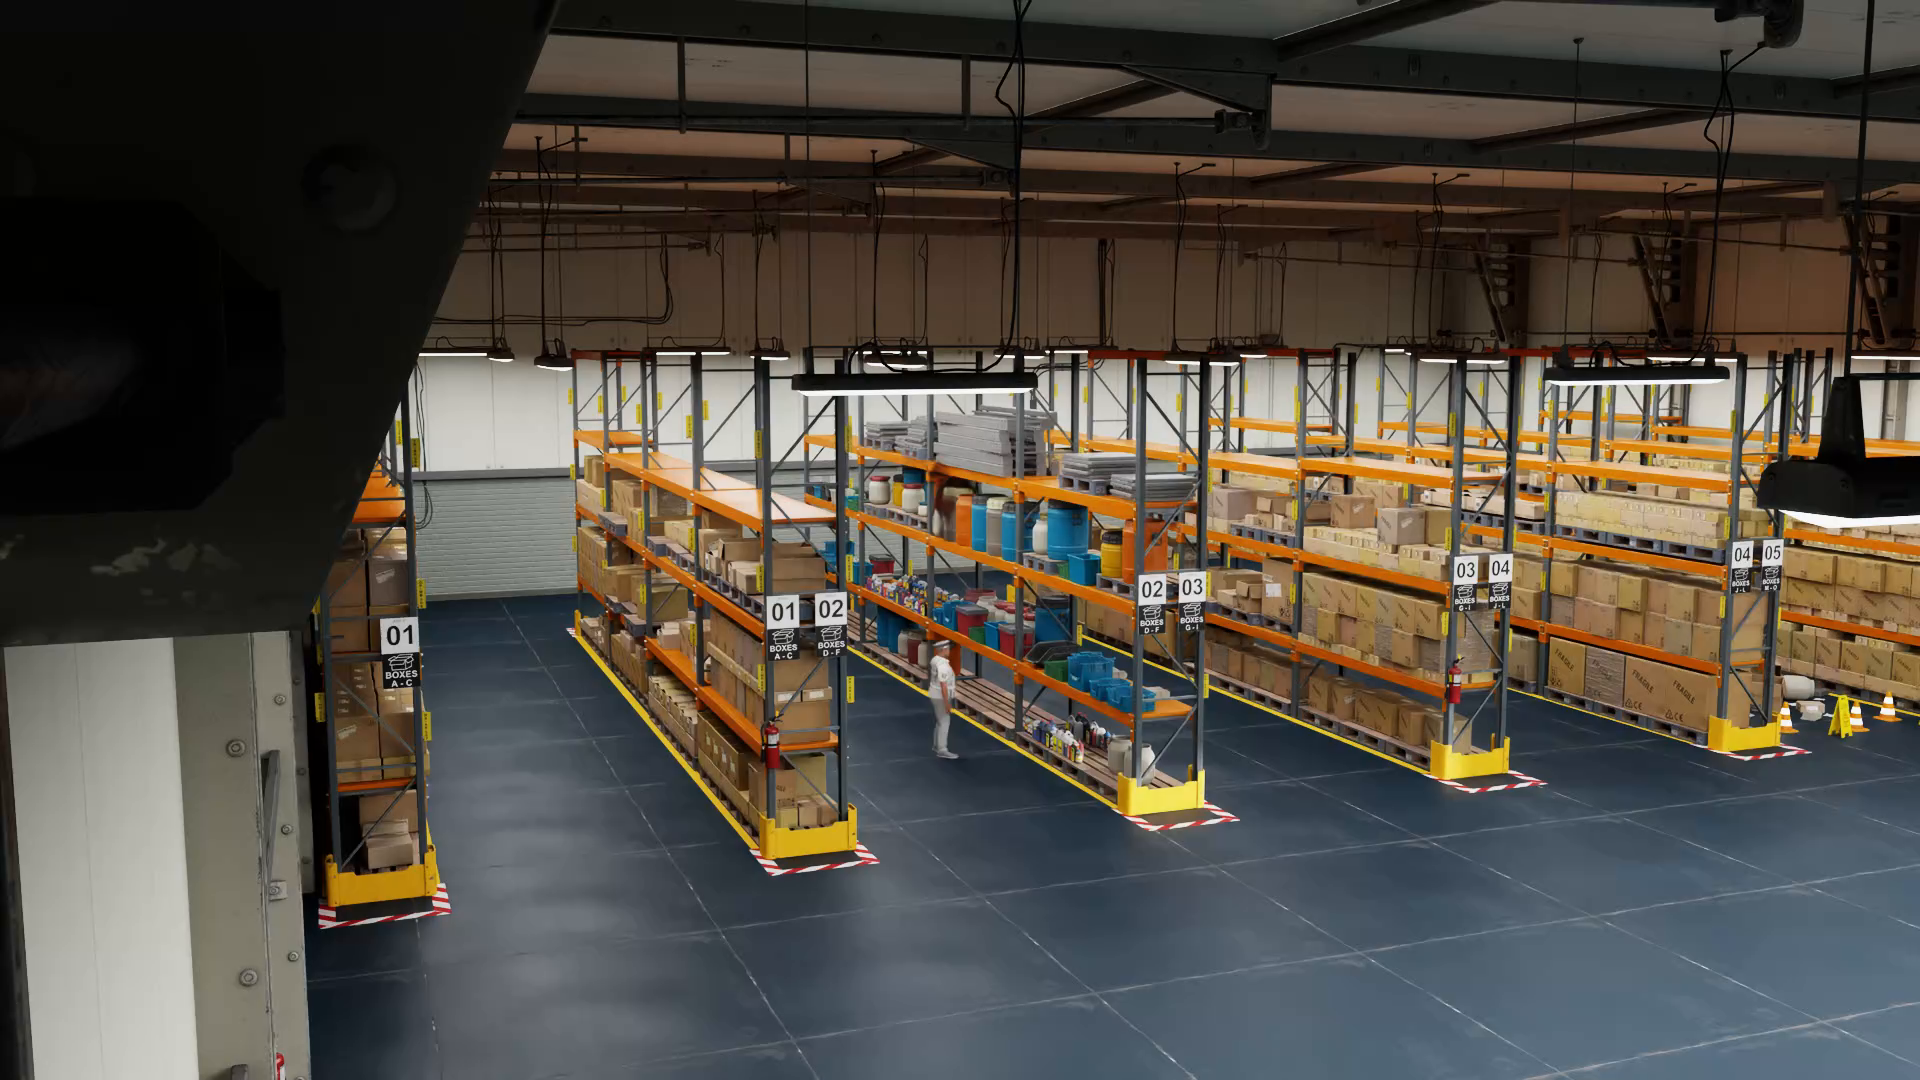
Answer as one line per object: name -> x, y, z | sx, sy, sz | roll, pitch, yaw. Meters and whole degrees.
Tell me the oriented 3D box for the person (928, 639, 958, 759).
person -> -0.261, 2.414, 24.914 | 0.405, 1.858, 0.615 | -1, 7, -11
